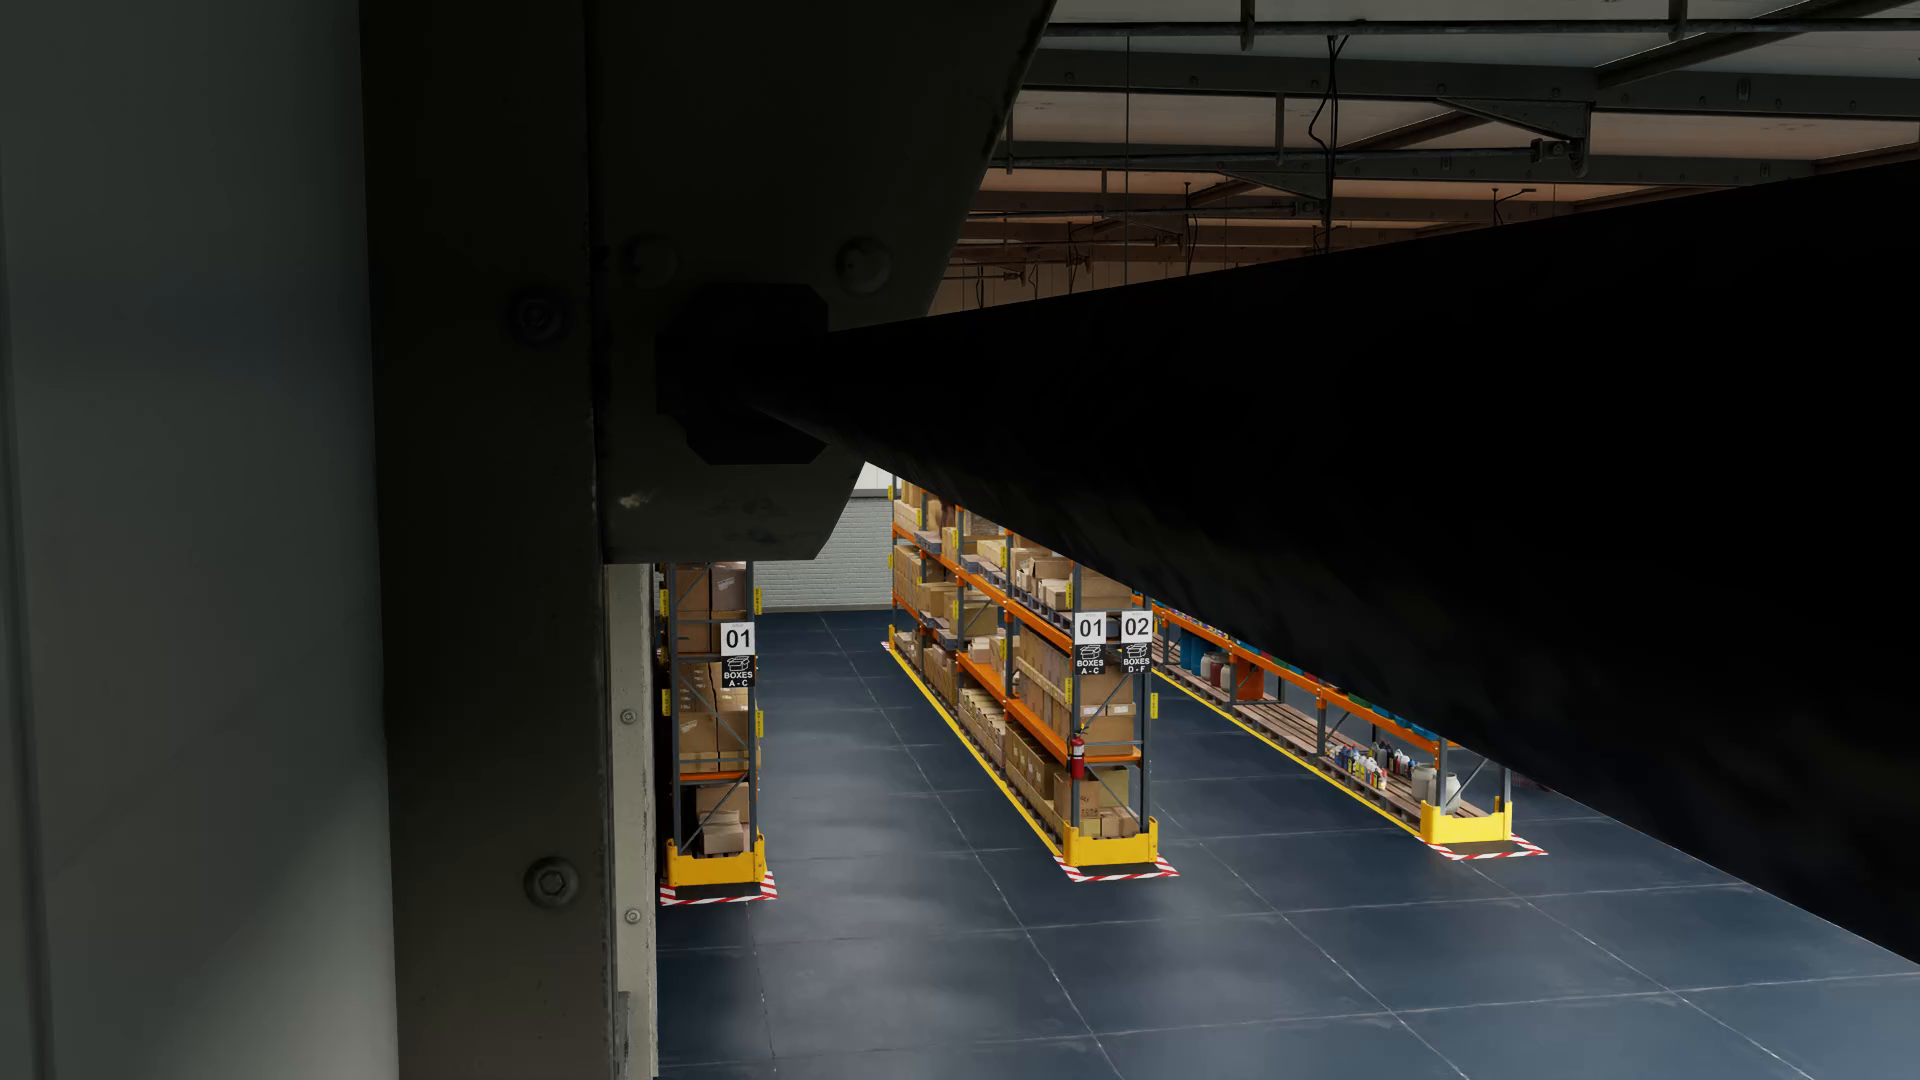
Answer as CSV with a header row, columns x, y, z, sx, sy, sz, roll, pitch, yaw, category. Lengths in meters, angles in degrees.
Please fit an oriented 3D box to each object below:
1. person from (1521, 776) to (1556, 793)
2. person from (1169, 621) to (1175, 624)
x,y,z,sx,sy,sz,roll,pitch,yaw,category
8.660,2.924,24.339,0.737,1.558,0.592,-1,6,-10,person
4.840,1.211,39.950,1.137,1.597,0.701,2,6,15,person
